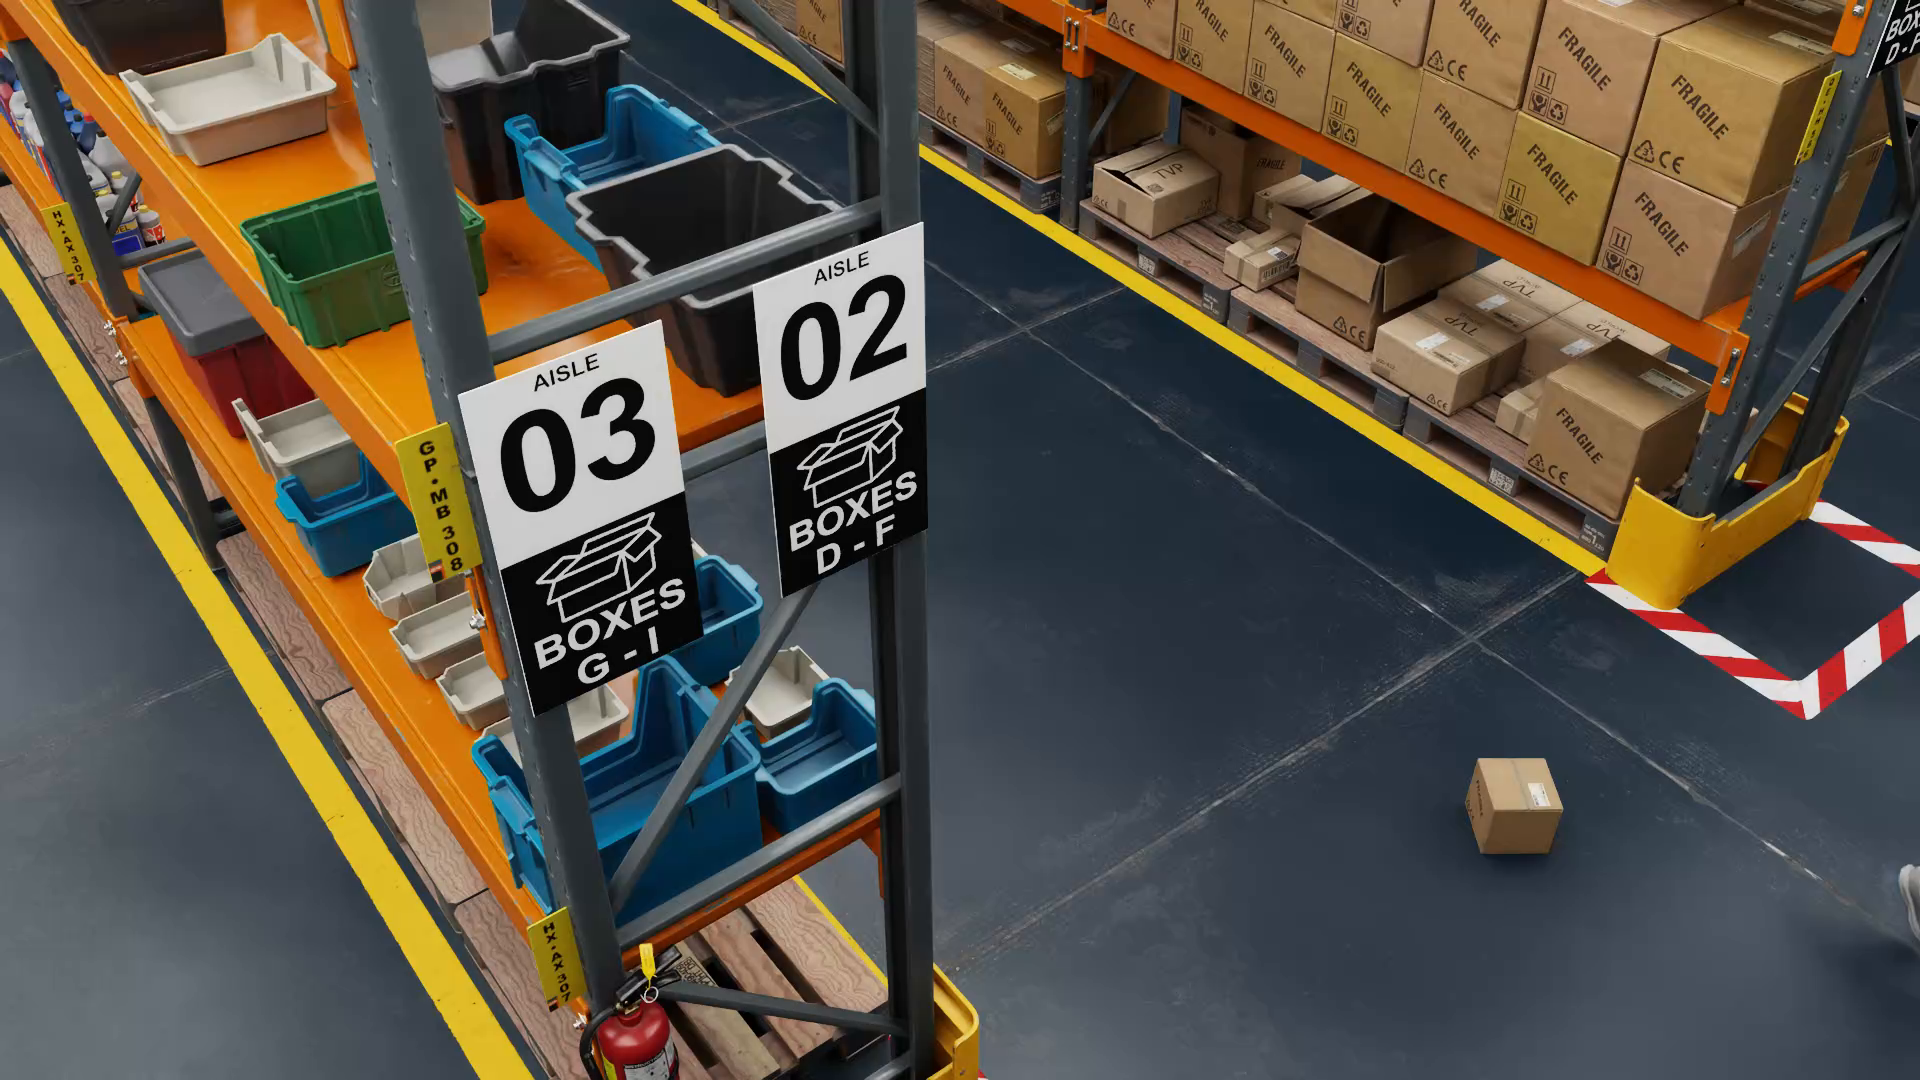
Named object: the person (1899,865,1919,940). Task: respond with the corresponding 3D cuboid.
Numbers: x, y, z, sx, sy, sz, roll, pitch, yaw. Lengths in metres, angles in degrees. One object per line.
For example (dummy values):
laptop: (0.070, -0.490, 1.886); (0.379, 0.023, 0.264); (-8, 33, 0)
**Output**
person: (3.607, 0.766, 5.205); (0.801, 1.741, 0.525); (23, 45, 25)
